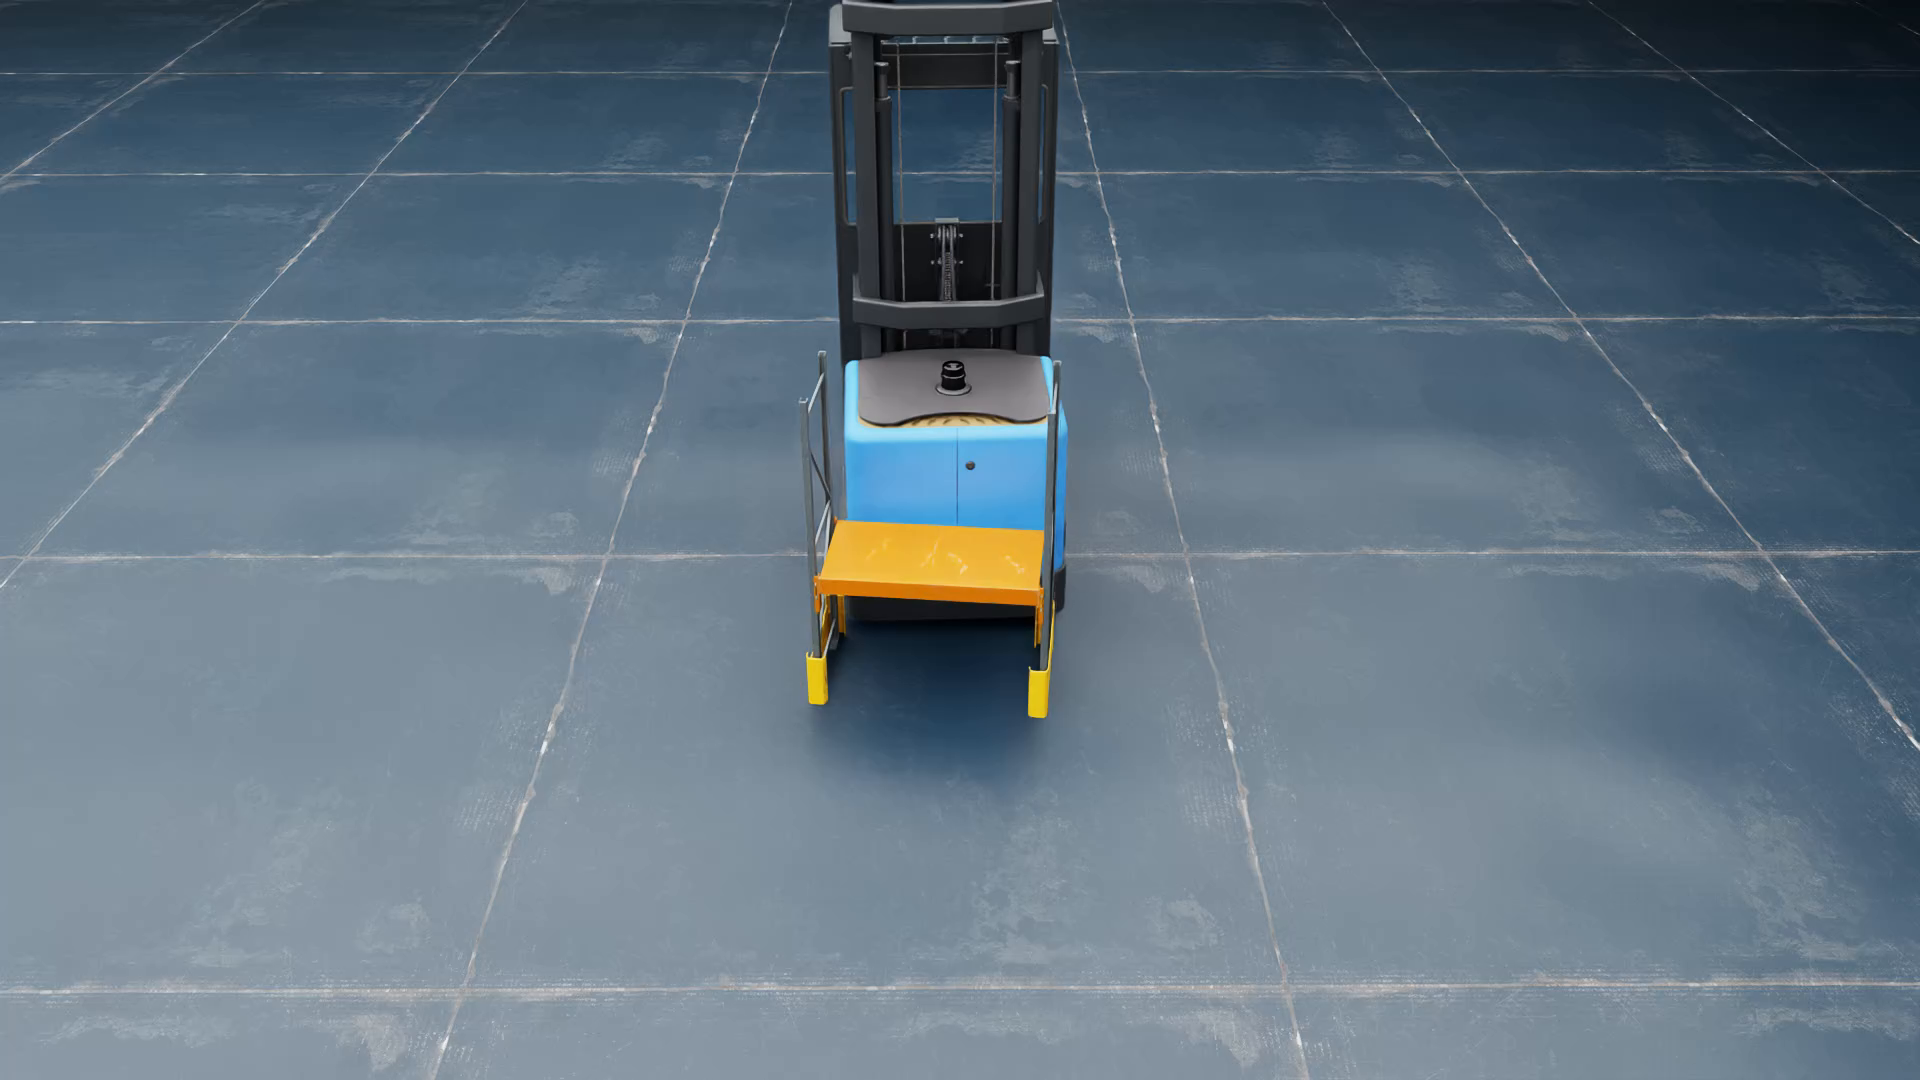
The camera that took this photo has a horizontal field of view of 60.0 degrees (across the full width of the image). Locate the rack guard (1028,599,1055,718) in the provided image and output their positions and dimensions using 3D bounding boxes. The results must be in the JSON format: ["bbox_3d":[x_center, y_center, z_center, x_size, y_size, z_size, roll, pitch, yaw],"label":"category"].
[{"bbox_3d":[0.374,0.536,7.625,0.087,0.250,0.587,3,31,5],"label":"rack guard"}]

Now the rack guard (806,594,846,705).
[{"bbox_3d":[-0.617,0.486,7.708,0.087,0.250,0.587,3,31,5],"label":"rack guard"}]

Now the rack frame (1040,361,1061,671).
[{"bbox_3d":[0.393,0.003,7.299,0.032,1.500,0.500,3,31,5],"label":"rack frame"}]

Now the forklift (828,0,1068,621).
[{"bbox_3d":[-0.090,-1.597,8.557,1.130,2.935,3.031,-2,31,-3],"label":"forklift"}]

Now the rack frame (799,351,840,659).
[{"bbox_3d":[-0.619,-0.049,7.384,0.032,1.500,0.500,3,31,5],"label":"rack frame"}]

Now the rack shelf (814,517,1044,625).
[{"bbox_3d":[-0.113,0.131,7.435,1.000,0.185,0.538,3,31,5],"label":"rack shelf"}]

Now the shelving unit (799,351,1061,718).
[{"bbox_3d":[-0.122,-0.023,7.342,1.083,1.500,0.587,3,31,5],"label":"shelving unit"}]
